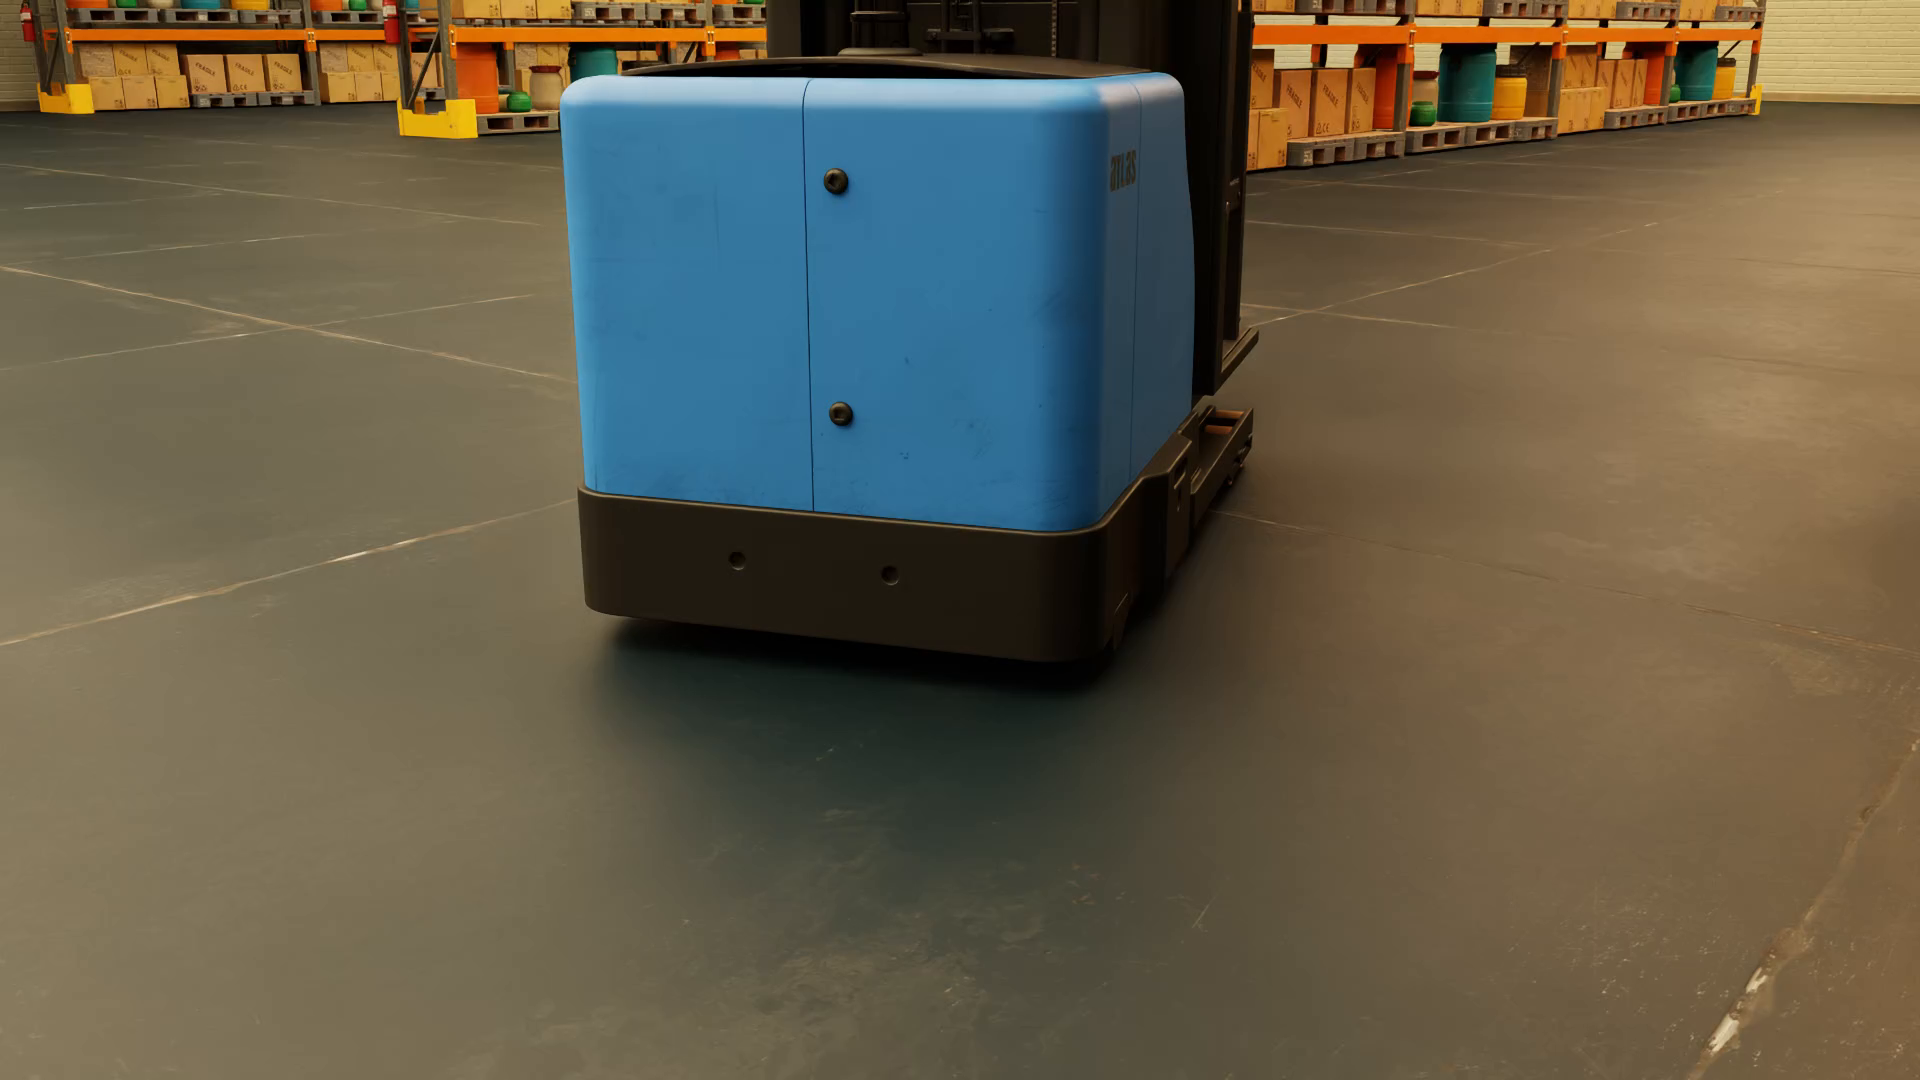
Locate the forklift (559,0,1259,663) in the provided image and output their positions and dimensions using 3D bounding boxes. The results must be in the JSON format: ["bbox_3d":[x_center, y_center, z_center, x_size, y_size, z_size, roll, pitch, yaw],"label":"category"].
[{"bbox_3d":[0.182,-1.571,4.072,1.130,2.935,3.031,5,18,17],"label":"forklift"}]
